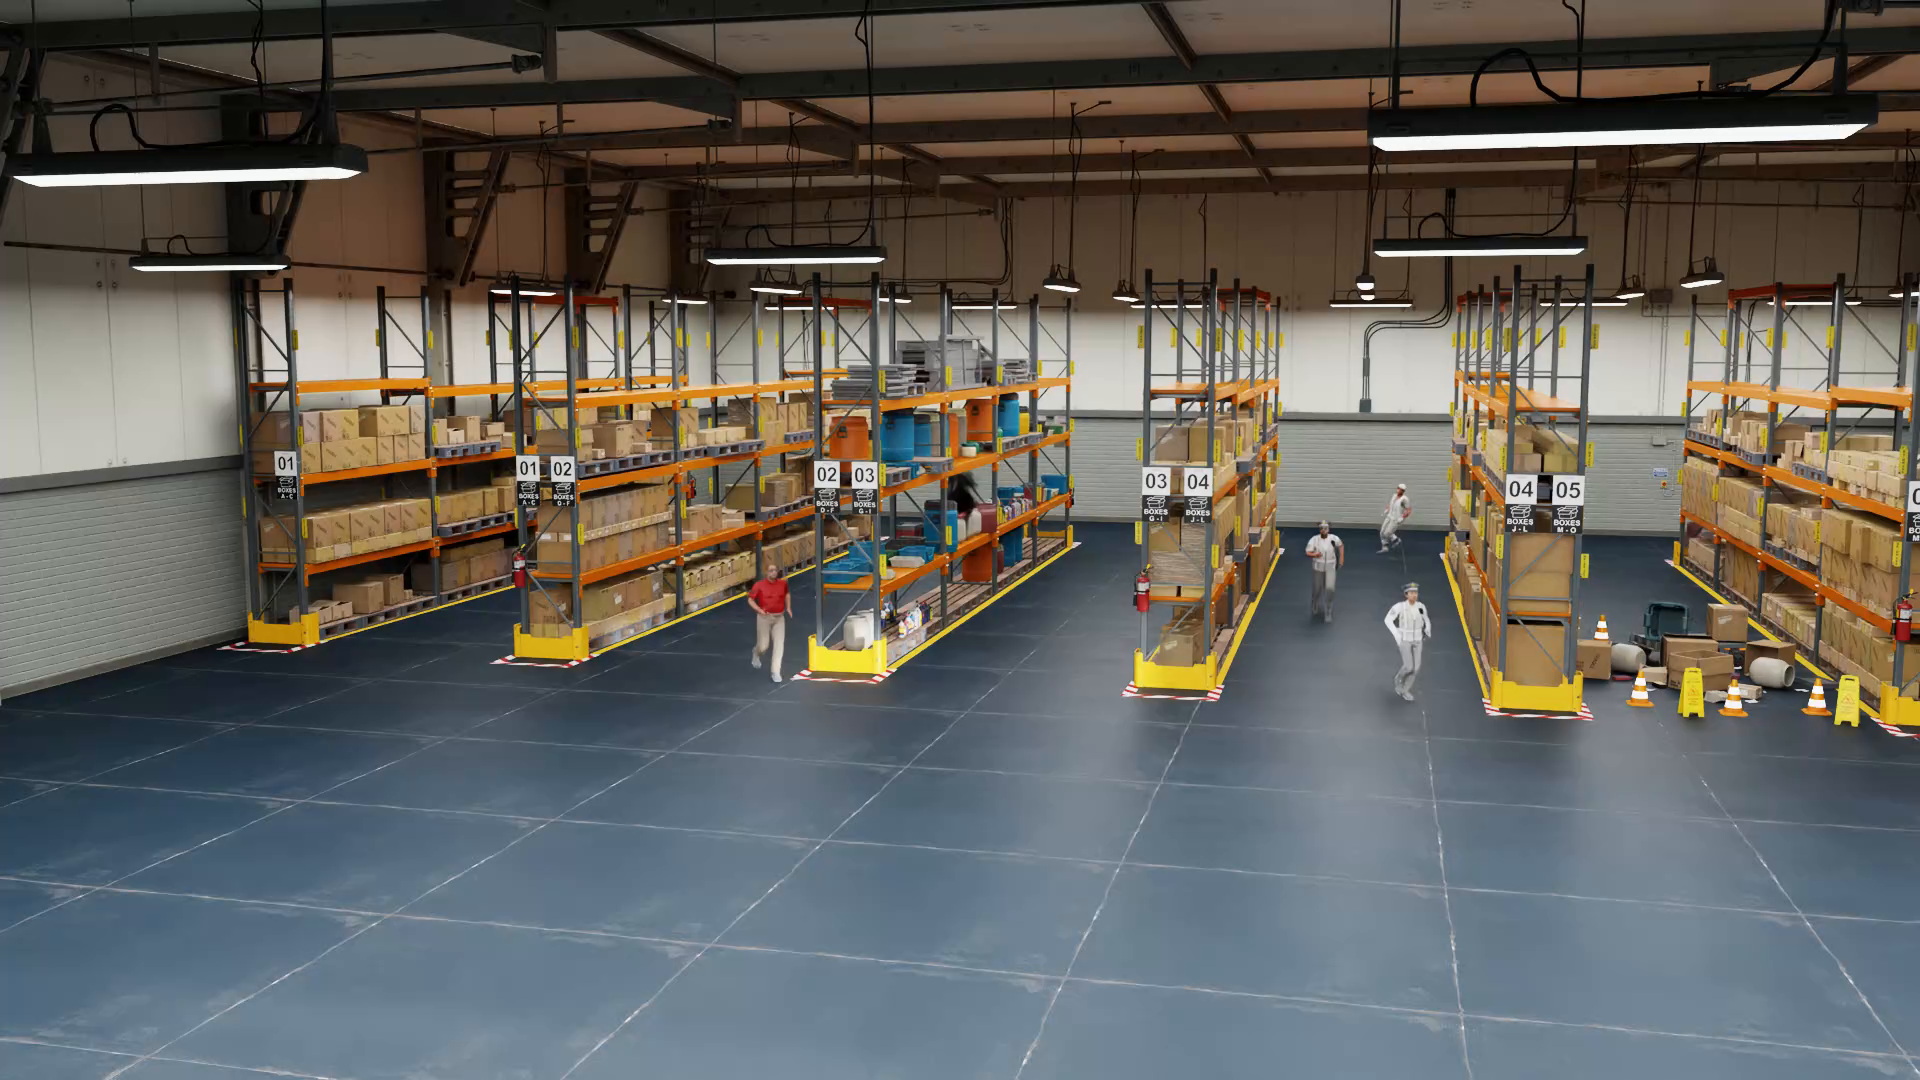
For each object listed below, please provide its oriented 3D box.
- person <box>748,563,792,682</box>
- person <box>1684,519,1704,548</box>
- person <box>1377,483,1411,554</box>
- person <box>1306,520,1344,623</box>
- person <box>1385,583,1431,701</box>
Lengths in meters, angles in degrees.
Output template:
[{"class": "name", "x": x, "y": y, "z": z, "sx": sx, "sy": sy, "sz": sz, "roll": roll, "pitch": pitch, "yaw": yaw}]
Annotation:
[{"class": "person", "x": -2.803, "y": 1.200, "z": 24.749, "sx": 0.690, "sy": 1.722, "sz": 0.923, "roll": -3, "pitch": 8, "yaw": -24}, {"class": "person", "x": 16.928, "y": -0.391, "z": 38.275, "sx": 0.853, "sy": 1.697, "sz": 0.581, "roll": 5, "pitch": 9, "yaw": 37}, {"class": "person", "x": 10.168, "y": -0.493, "z": 38.917, "sx": 0.559, "sy": 1.688, "sz": 0.745, "roll": -3, "pitch": 7, "yaw": -23}, {"class": "person", "x": 6.568, "y": 0.544, "z": 29.975, "sx": 0.674, "sy": 1.834, "sz": 0.929, "roll": 1, "pitch": 7, "yaw": 10}, {"class": "person", "x": 6.286, "y": 1.415, "z": 23.175, "sx": 0.637, "sy": 1.652, "sz": 0.540, "roll": -1, "pitch": 7, "yaw": -9}]
